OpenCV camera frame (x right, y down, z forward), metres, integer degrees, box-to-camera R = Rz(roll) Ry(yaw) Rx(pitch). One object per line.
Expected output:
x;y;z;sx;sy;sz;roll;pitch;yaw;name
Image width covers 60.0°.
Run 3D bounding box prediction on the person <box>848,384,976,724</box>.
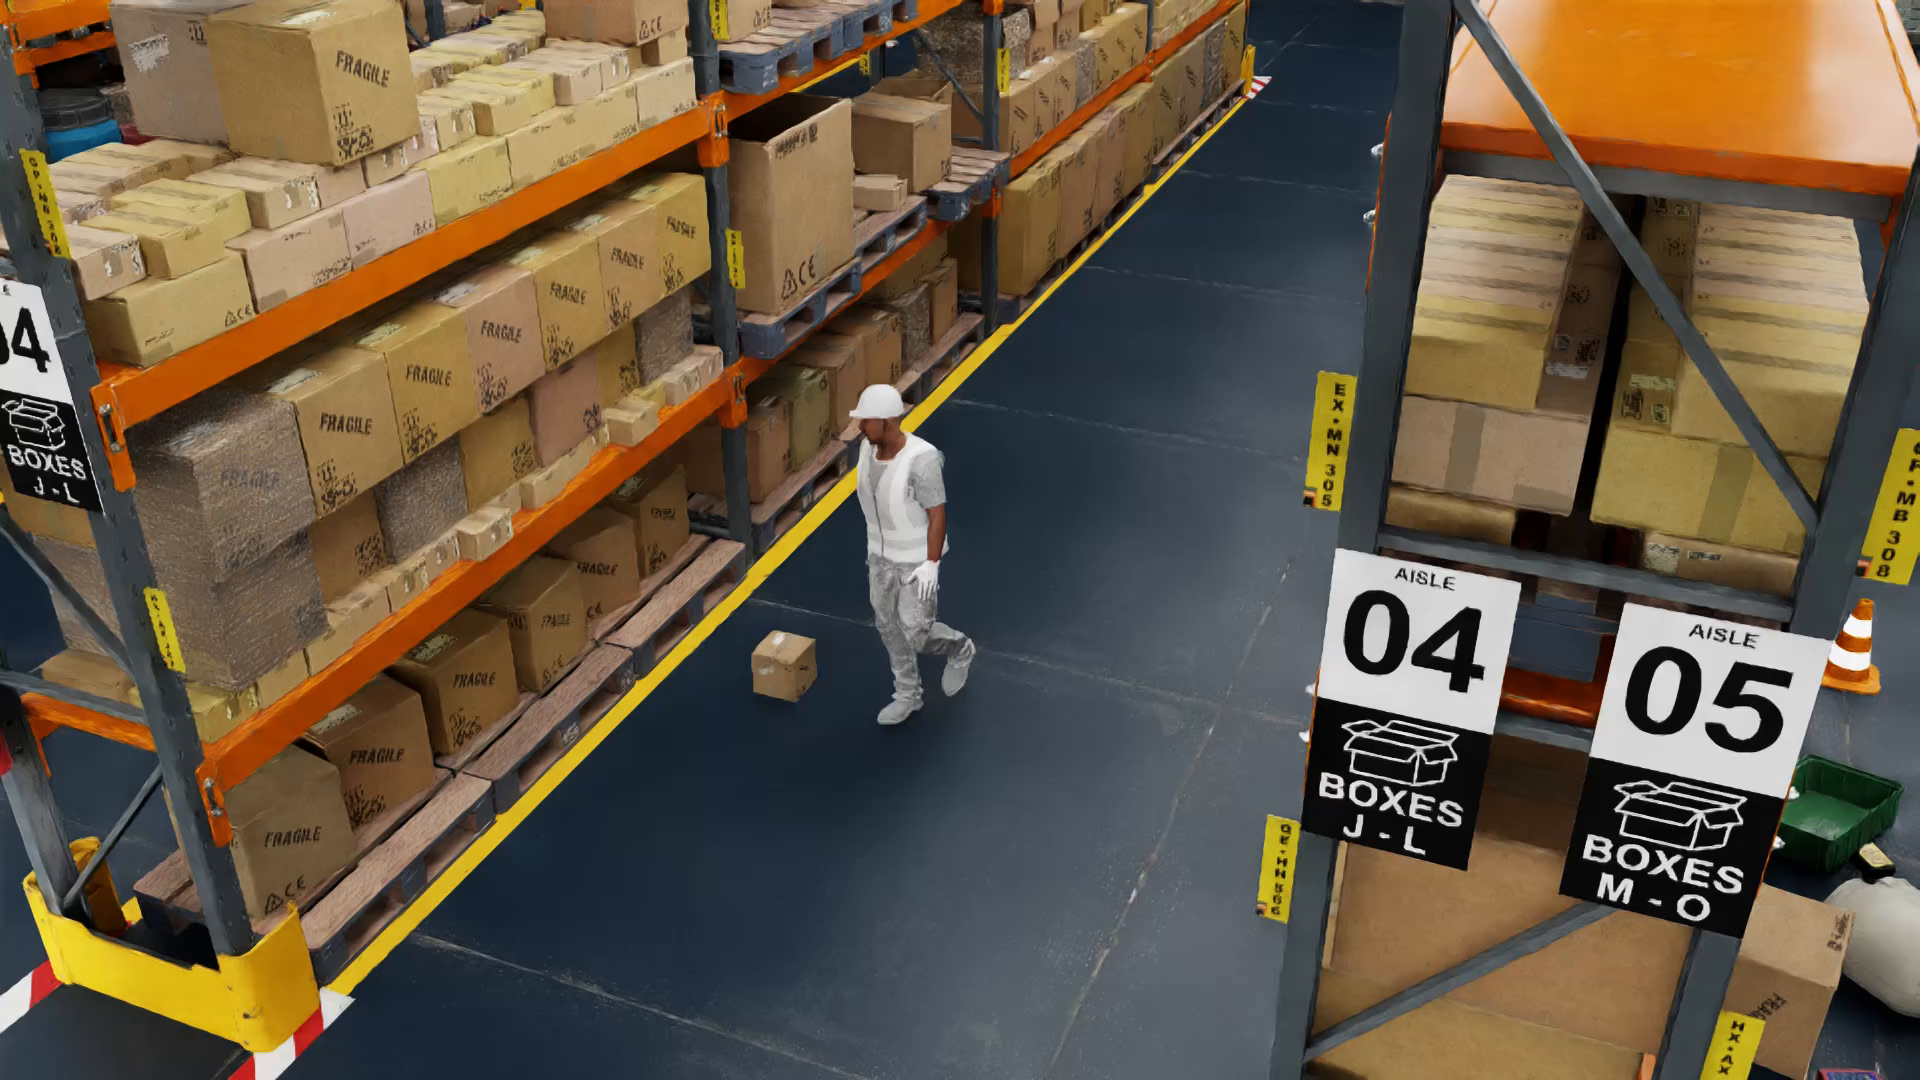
-0.263;0.054;8.298;0.604;1.766;0.606;-26;38;-38;person
